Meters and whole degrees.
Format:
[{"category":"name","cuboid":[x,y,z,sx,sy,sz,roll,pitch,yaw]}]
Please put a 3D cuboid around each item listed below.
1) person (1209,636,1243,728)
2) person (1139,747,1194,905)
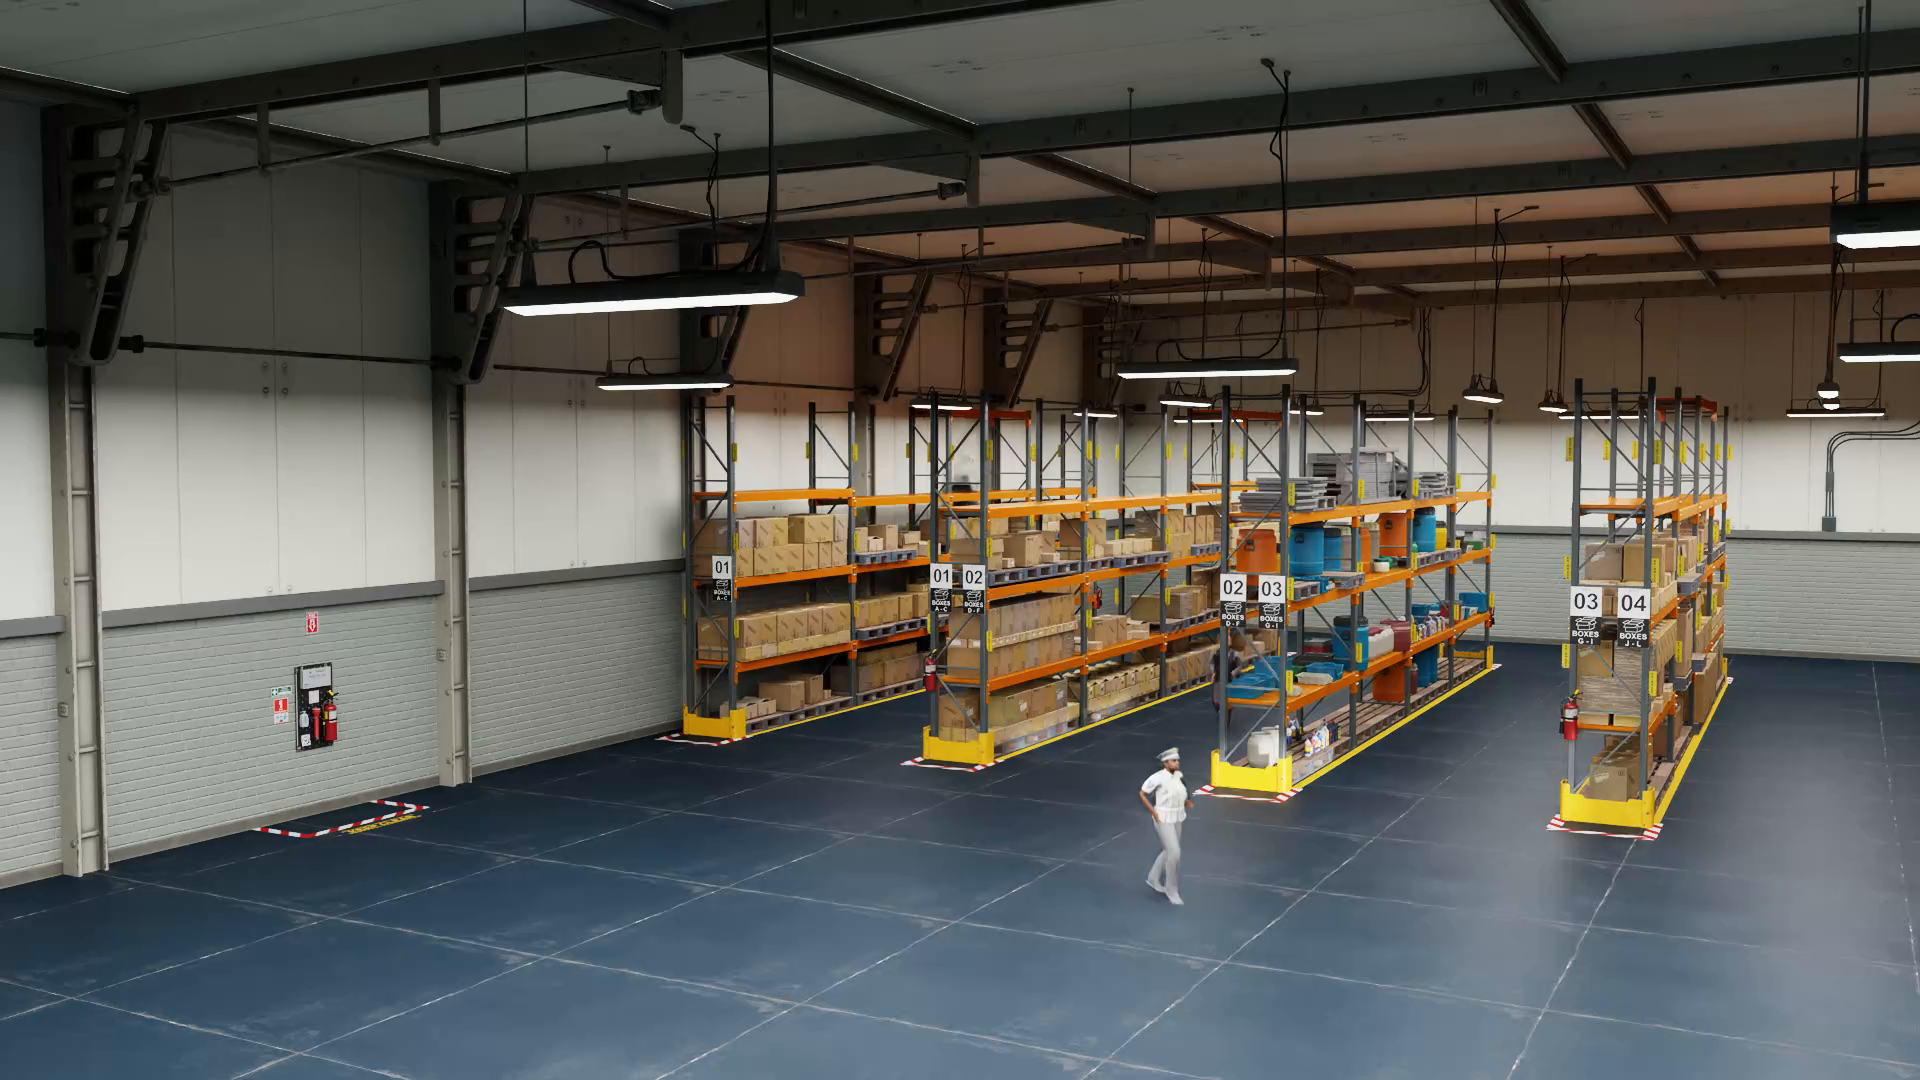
[{"category":"person","cuboid":[4.779,2.575,30.031,0.631,1.677,0.567,1,3,18]},{"category":"person","cuboid":[2.332,3.194,18.621,0.564,1.763,0.677,-3,4,-42]}]
